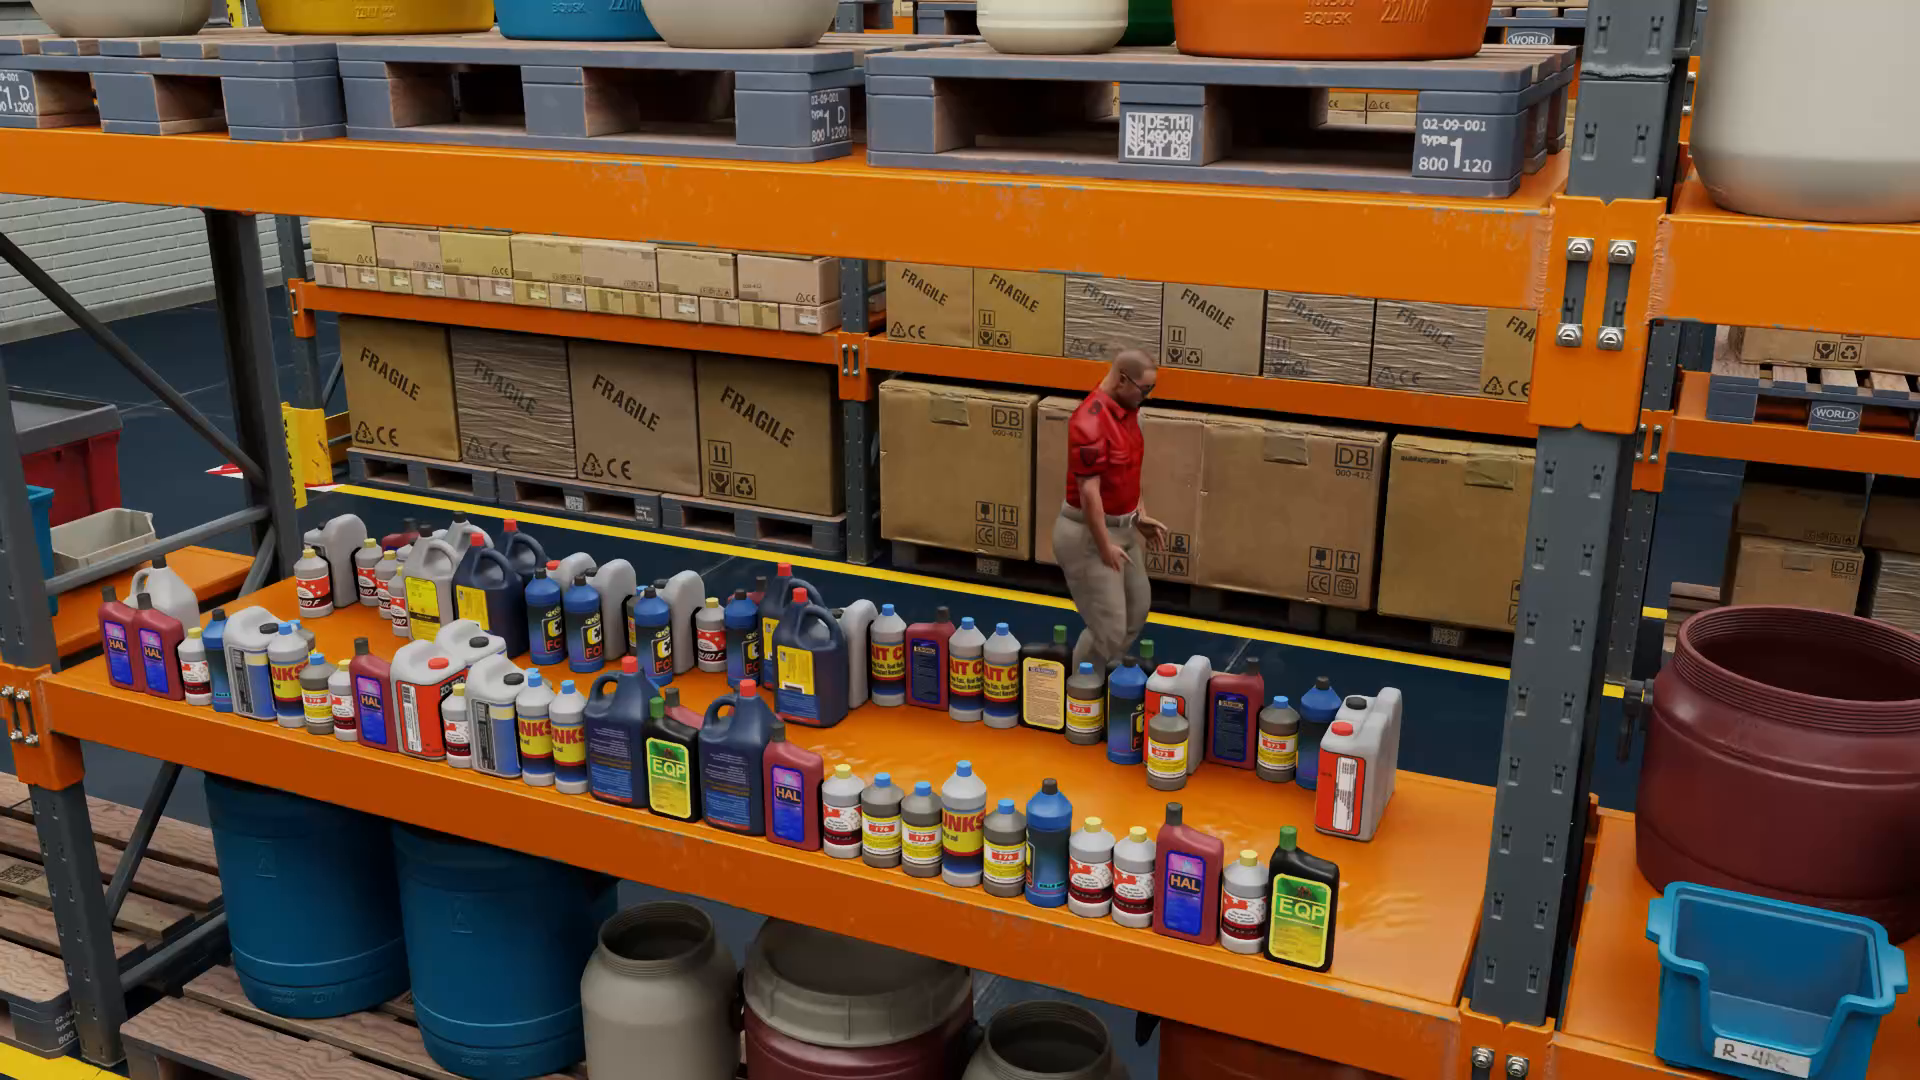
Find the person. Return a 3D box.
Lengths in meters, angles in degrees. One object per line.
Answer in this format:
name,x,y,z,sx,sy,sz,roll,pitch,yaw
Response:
person,0.641,-0.013,7.213,0.416,1.687,0.553,9,21,24
